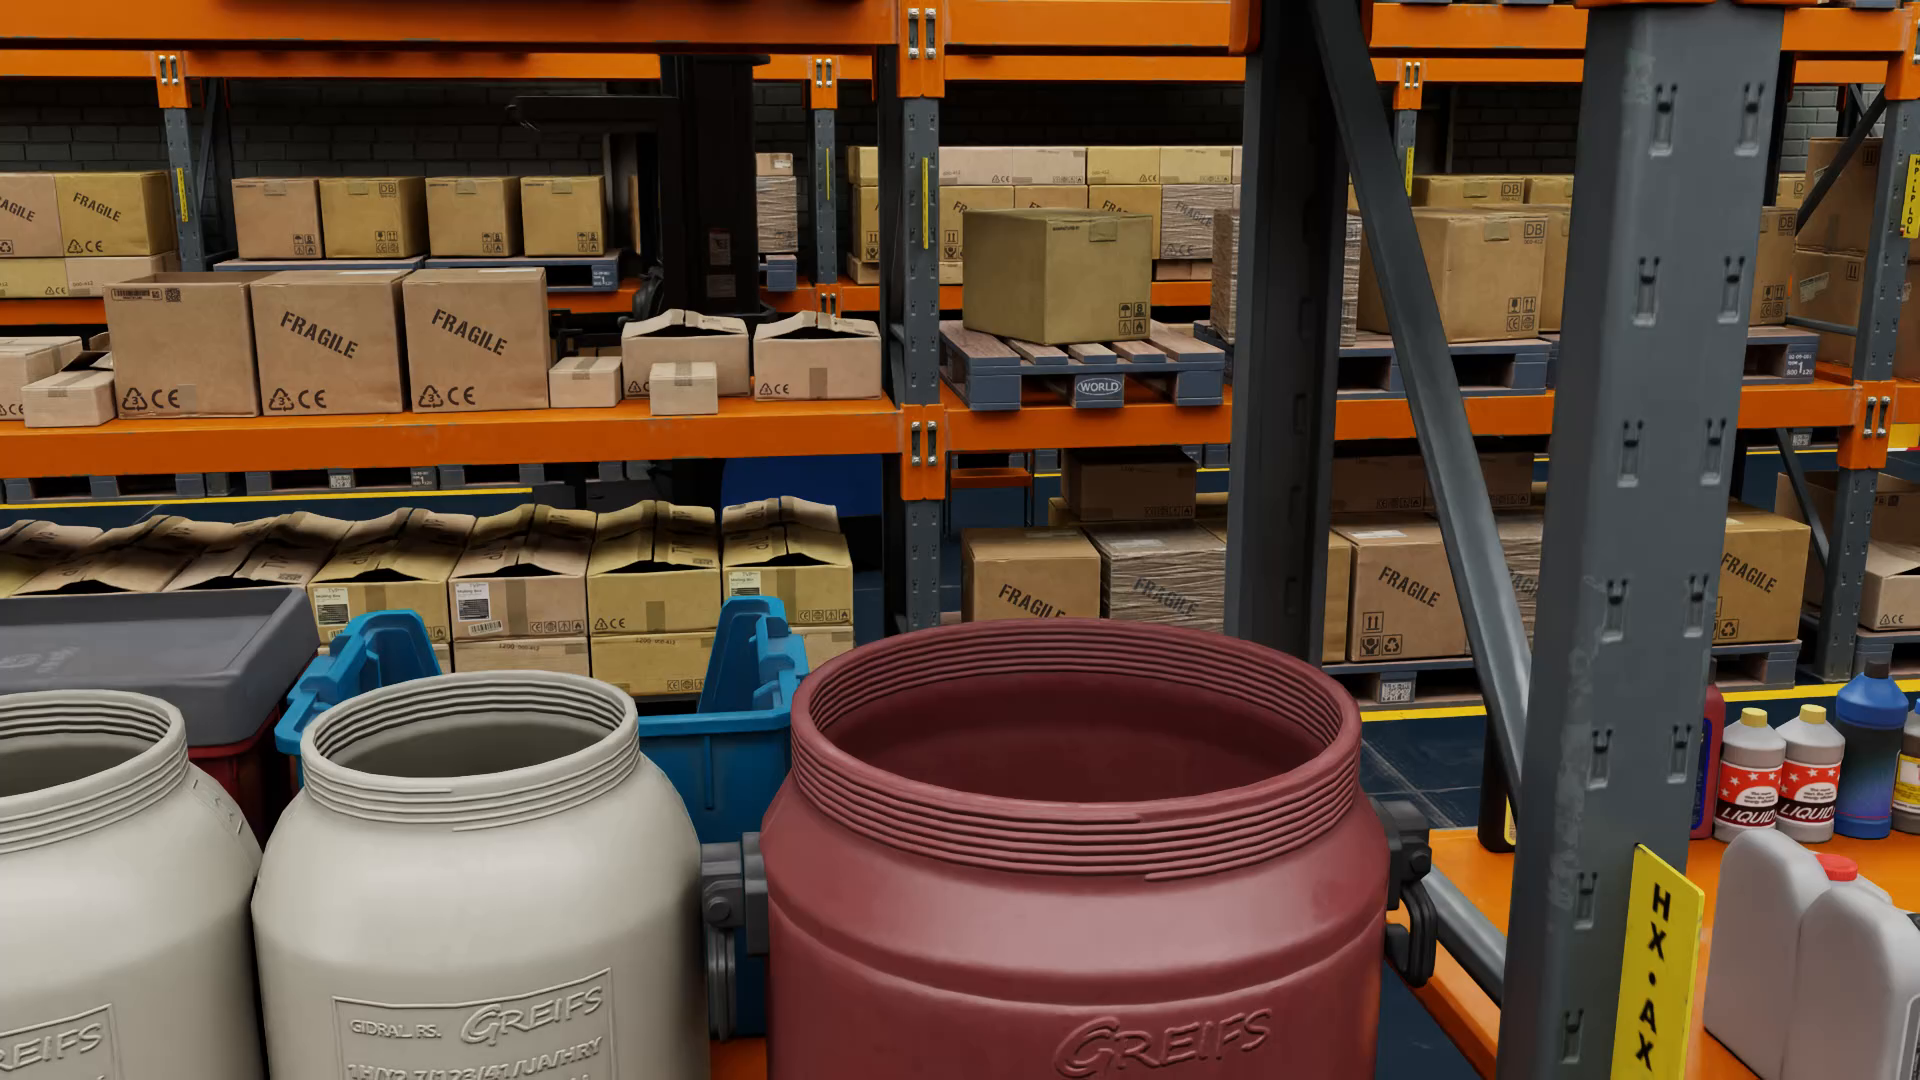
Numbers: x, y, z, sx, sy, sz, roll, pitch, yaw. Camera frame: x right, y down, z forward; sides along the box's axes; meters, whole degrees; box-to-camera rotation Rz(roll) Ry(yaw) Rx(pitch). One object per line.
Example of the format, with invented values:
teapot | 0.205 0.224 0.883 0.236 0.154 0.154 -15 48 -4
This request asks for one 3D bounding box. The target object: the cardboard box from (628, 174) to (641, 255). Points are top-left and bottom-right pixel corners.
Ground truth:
cardboard box | -1.967 -2.213 11.268 0.500 0.500 0.700 -3 14 -14

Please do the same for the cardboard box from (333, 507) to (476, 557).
cardboard box | -2.306 0.059 6.958 0.500 0.311 0.500 -2 14 -9

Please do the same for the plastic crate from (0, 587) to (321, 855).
plastic crate | -1.123 0.340 2.068 0.583 0.464 0.402 -2 14 -8

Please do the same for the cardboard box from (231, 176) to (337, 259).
cardboard box | -4.402 -2.124 10.915 0.500 0.500 0.700 -2 14 -8

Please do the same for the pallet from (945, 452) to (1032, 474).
pallet | -0.164 -0.655 11.899 1.213 0.211 1.003 -2 14 -8

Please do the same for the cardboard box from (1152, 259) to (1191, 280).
cardboard box | 1.446 -1.914 11.662 0.250 0.149 0.380 -2 14 -10

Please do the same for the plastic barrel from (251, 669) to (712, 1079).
plastic barrel | -0.464 0.421 1.649 0.421 0.512 0.421 0 14 0

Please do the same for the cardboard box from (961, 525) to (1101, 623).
cardboard box | 0.279 0.246 6.809 0.500 0.500 0.500 -1 14 -6

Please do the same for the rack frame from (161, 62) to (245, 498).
rack frame | -4.910 -1.852 10.940 0.127 3.000 1.000 -2 14 -8

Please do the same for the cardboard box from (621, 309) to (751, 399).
cardboard box | -1.127 -0.776 6.835 0.500 0.311 0.500 -2 14 -9

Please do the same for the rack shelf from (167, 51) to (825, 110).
rack shelf | -2.933 -3.030 10.952 4.000 0.370 1.077 -2 14 -8

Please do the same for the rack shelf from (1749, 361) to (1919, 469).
rack shelf | 5.720 -0.674 7.722 4.000 0.370 1.077 -2 14 -8

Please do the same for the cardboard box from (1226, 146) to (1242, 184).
cardboard box | 2.070 -2.613 11.576 0.500 0.250 0.500 -2 14 -7

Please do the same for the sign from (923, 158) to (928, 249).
sign | -0.127 -1.234 6.094 0.005 0.325 0.100 -2 14 -8

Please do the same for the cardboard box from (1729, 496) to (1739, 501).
cardboard box | 3.227 0.008 7.760 0.500 0.500 0.500 -3 14 -11

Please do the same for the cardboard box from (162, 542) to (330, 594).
cardboard box | -2.715 0.207 6.368 0.500 0.311 0.500 -3 14 -10

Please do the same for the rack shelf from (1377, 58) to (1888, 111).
rack shelf | 4.978 -3.320 12.108 4.000 0.370 1.077 -2 14 -8

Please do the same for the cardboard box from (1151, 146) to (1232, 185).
cardboard box | 1.565 -2.595 11.503 0.500 0.250 0.500 -2 14 -7

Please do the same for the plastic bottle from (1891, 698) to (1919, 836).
plastic bottle | 1.491 0.347 2.582 0.097 0.201 0.097 0 14 0

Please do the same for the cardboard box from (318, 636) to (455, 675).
cardboard box | -2.212 0.459 6.516 0.500 0.250 0.500 -2 14 -7

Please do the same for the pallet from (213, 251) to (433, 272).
pallet | -4.133 -1.752 10.934 1.213 0.211 1.003 -2 14 -8

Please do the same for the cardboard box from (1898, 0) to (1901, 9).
cardboard box | 4.260 -2.291 6.831 0.500 0.250 0.500 -2 14 -8

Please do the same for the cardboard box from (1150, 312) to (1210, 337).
cardboard box | 1.499 -1.215 11.956 0.750 0.750 0.750 -2 14 -7

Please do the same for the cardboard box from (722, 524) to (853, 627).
cardboard box | -0.695 0.131 6.670 0.500 0.311 0.500 -2 14 -7

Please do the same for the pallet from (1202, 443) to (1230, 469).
pallet | 2.249 -0.743 12.251 1.213 0.211 1.003 -2 14 -8

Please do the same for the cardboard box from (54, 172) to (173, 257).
cardboard box | -5.332 -2.061 10.500 0.500 0.500 0.500 -2 14 -8

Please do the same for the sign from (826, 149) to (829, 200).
sign | -0.865 -2.390 10.868 0.005 0.325 0.100 -2 14 -8

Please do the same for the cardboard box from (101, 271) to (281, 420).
cardboard box | -2.886 -0.752 6.348 0.500 0.500 0.500 -1 14 -4

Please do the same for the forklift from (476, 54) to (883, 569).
forklift | -1.835 -1.290 8.842 3.031 2.935 1.130 -4 15 -16

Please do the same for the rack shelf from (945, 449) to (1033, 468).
rack shelf | 0.164 -0.523 9.616 0.480 0.148 0.258 -2 14 -8

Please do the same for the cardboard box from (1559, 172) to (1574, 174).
cardboard box | 4.980 -2.357 12.337 0.700 0.700 0.980 -3 14 -11

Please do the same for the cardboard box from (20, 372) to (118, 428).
cardboard box | -3.262 -0.522 6.152 0.250 0.149 0.380 -2 14 -8

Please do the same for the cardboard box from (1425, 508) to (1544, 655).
cardboard box | 2.311 0.169 7.114 0.500 0.500 0.500 -2 14 -8

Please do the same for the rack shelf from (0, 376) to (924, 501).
rack shelf | -2.191 -0.384 6.566 4.000 0.370 1.077 -2 14 -8

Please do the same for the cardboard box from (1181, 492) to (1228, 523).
cardboard box | 1.188 0.085 7.452 0.500 0.500 0.500 -3 14 -10

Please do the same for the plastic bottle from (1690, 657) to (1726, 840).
plastic bottle | 1.086 0.317 2.531 0.133 0.283 0.061 -2 14 -8

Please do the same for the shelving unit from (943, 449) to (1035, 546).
shelving unit | 0.164 -0.588 9.600 0.503 1.200 0.258 -2 14 -8

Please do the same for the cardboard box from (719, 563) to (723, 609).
cardboard box | -1.272 0.291 7.183 0.500 0.250 0.500 -3 14 -10

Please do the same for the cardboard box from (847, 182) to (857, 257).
cardboard box | -0.527 -2.280 11.788 0.500 0.500 0.500 -2 14 -8

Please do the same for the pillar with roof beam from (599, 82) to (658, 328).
pillar with roof beam | -1.728 -4.032 7.301 0.400 9.000 9.100 -2 14 -8

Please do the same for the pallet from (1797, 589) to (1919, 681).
pallet | 4.421 0.378 7.783 1.213 0.211 1.003 -2 14 -8

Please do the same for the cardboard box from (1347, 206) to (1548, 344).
cardboard box | 2.004 -1.124 6.967 0.500 0.500 0.700 -6 15 -23

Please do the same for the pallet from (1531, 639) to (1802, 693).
pallet | 2.943 0.441 7.531 1.213 0.211 1.003 -2 14 -8

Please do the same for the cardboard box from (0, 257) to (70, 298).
cardboard box | -5.827 -1.683 10.532 0.500 0.250 0.500 -2 14 -8

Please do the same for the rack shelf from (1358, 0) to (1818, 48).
rack shelf | 2.499 -0.792 2.027 4.000 0.370 1.077 -2 14 -8

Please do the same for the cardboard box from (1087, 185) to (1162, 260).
cardboard box | 1.087 -2.211 11.512 0.500 0.500 0.500 -2 14 -7

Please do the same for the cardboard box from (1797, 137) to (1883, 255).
cardboard box | 4.204 -1.564 7.533 0.500 0.500 0.500 -2 14 -8
